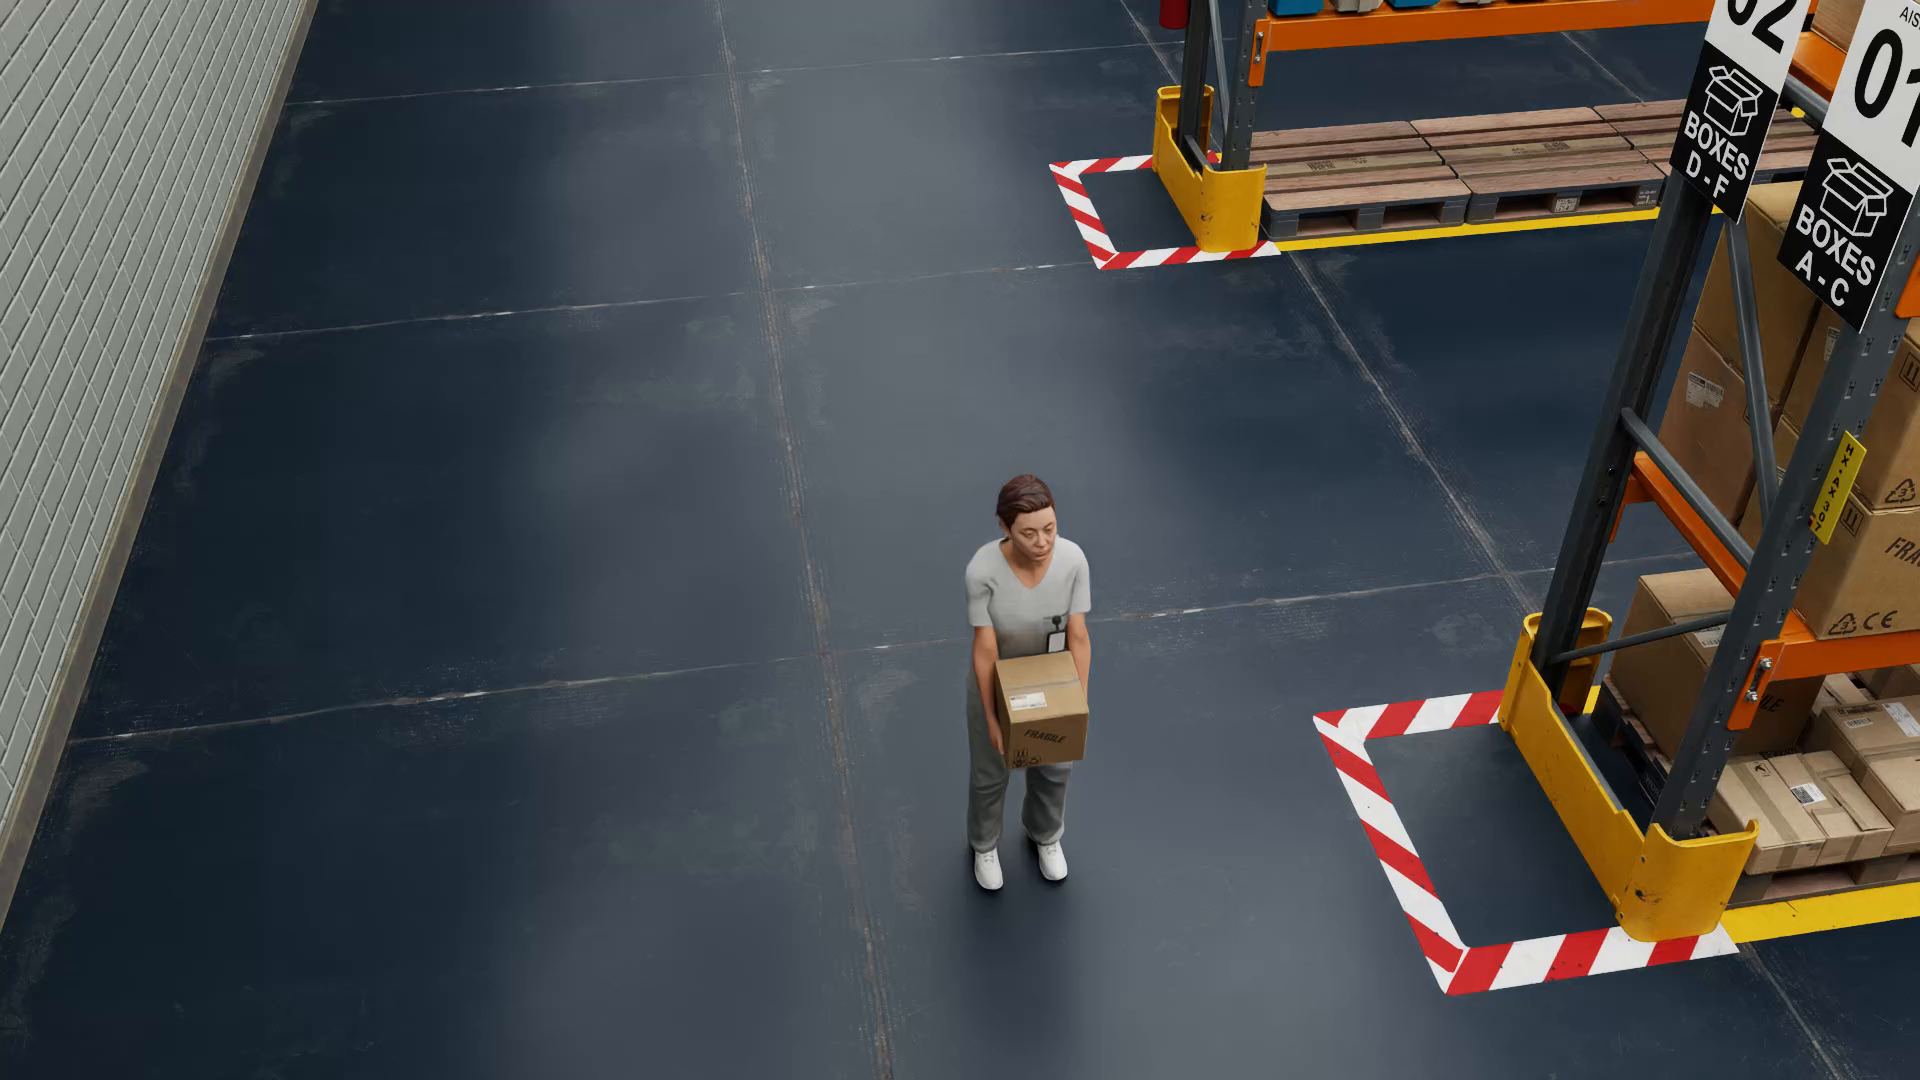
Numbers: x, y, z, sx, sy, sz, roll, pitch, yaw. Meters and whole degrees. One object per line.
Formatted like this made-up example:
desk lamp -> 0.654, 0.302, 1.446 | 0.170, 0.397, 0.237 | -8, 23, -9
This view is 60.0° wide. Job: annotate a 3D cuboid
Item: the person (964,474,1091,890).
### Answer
person -> 0.225, 0.545, 5.501 | 0.409, 1.650, 0.524 | -7, 39, -8
